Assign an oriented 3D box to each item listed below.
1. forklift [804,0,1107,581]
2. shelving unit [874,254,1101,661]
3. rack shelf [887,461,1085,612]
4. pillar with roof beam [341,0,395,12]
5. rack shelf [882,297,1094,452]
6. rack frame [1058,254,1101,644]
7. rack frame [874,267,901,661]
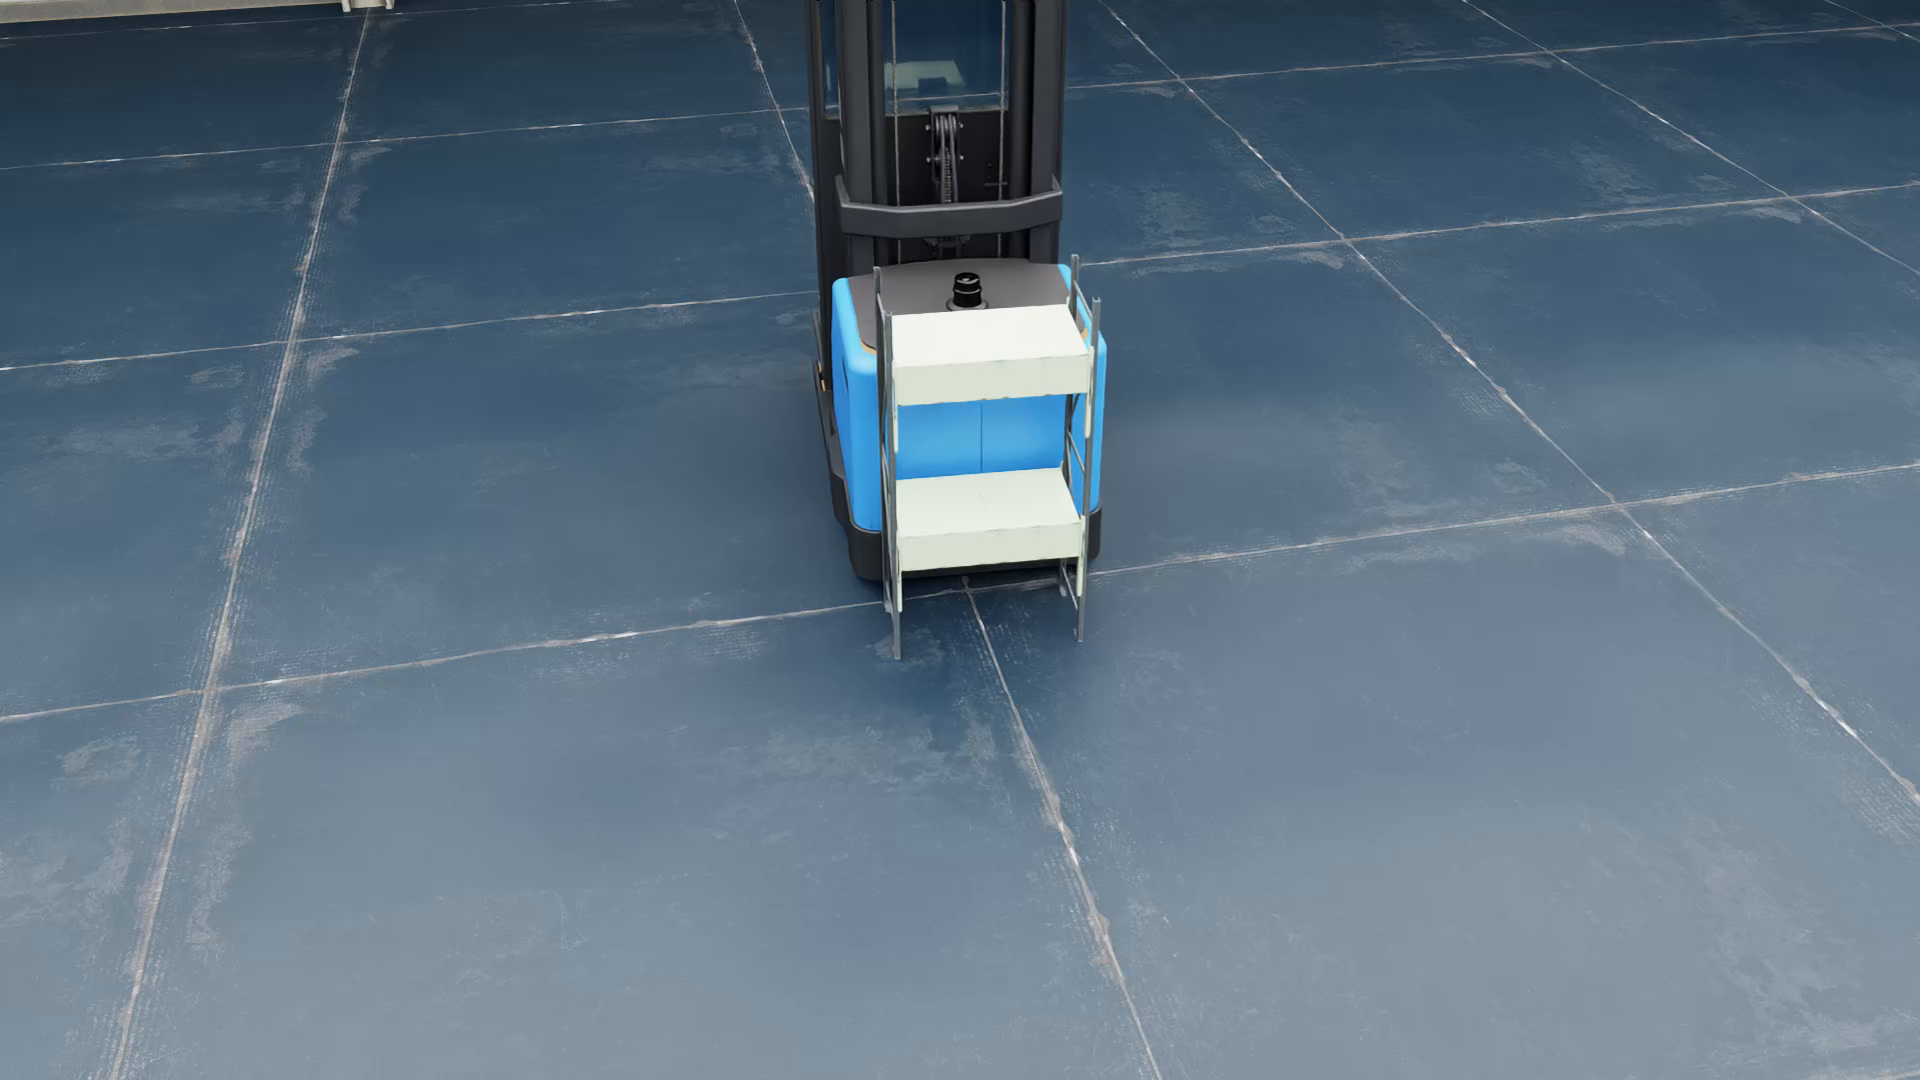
[{"bbox_3d":[-0.135,-1.857,7.386,1.130,2.935,3.031,-5,34,-7],"label":"forklift"},{"bbox_3d":[0.089,-0.289,6.334,0.755,1.500,0.431,-5,34,-7],"label":"shelving unit"},{"bbox_3d":[0.088,-0.018,6.516,0.720,0.370,0.431,-5,34,-7],"label":"rack shelf"},{"bbox_3d":[-4.000,-5.881,7.938,0.400,9.000,9.100,-7,35,-11],"label":"pillar with roof beam"},{"bbox_3d":[0.089,-0.613,6.116,0.720,0.370,0.431,-5,34,-7],"label":"rack shelf"},{"bbox_3d":[0.451,-0.319,6.379,0.023,1.500,0.400,-5,34,-7],"label":"rack frame"},{"bbox_3d":[-0.273,-0.259,6.289,0.023,1.500,0.400,-5,34,-7],"label":"rack frame"}]
